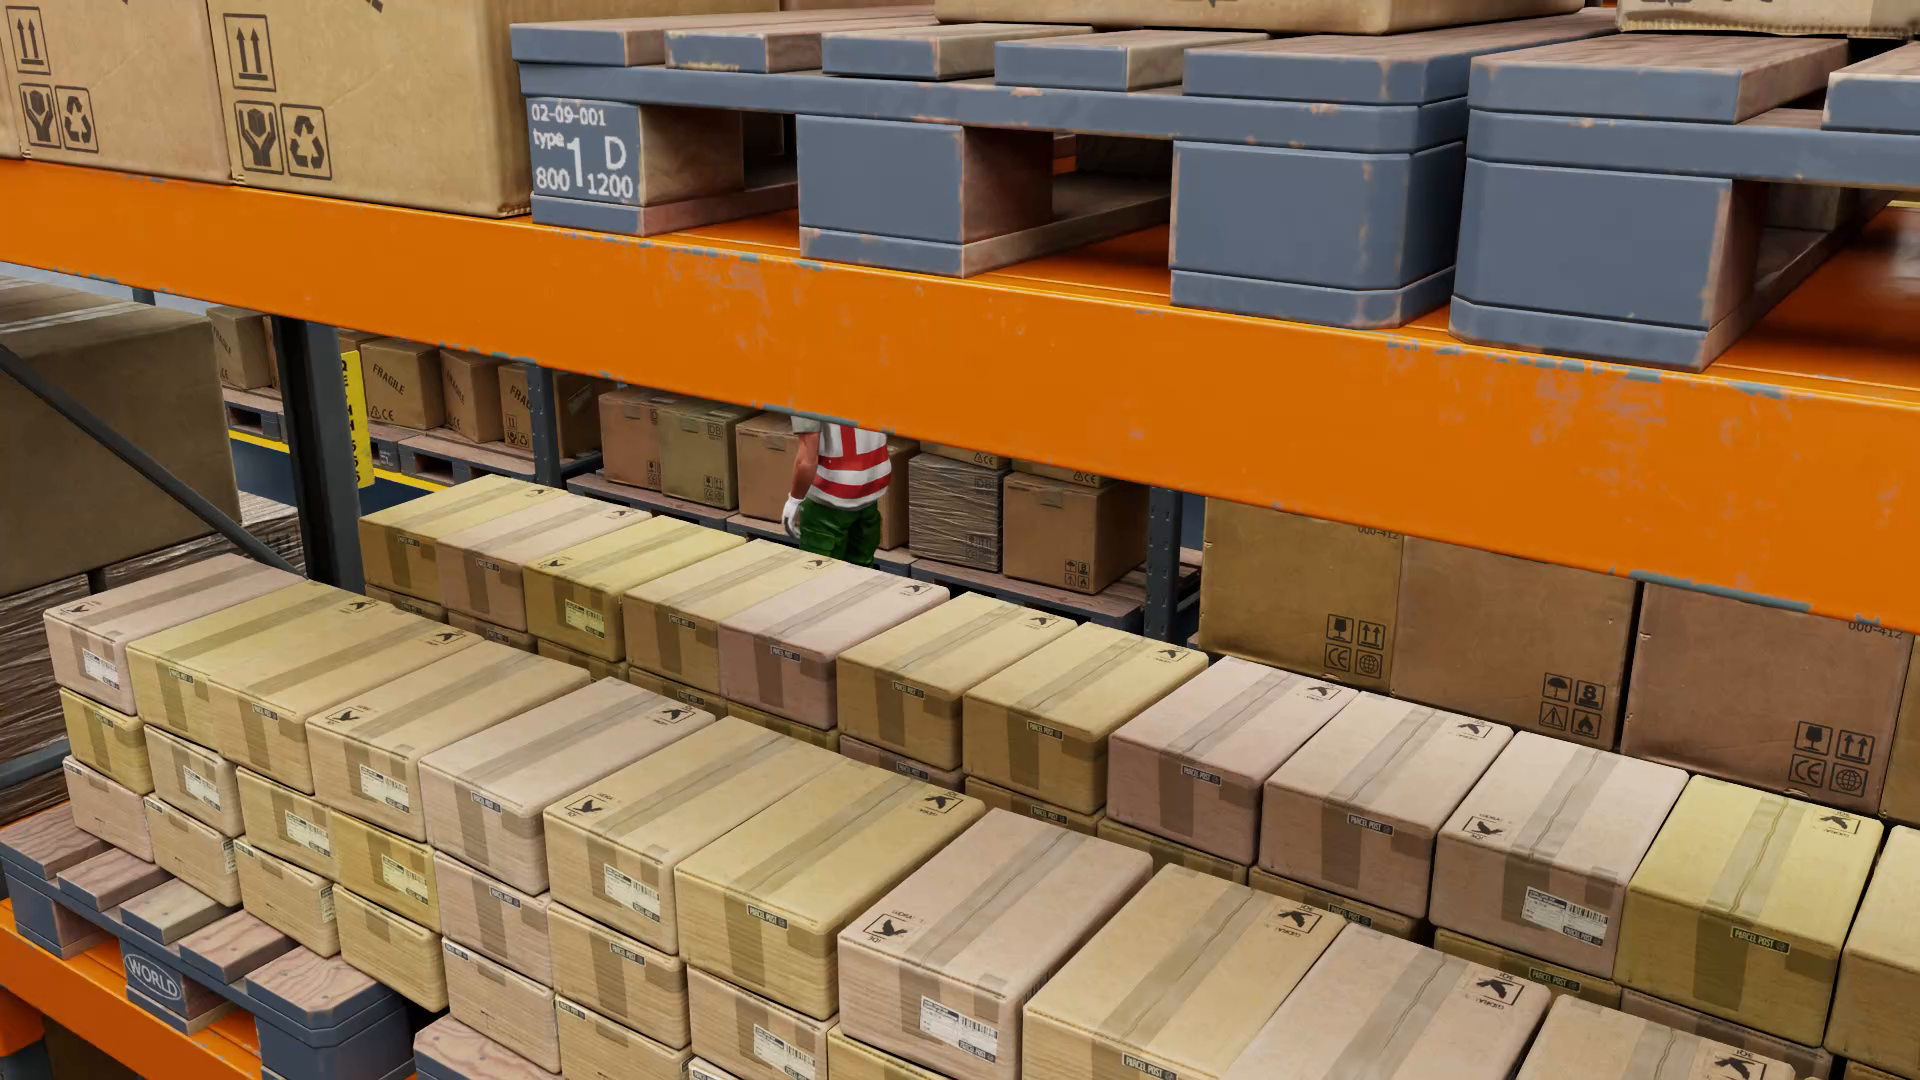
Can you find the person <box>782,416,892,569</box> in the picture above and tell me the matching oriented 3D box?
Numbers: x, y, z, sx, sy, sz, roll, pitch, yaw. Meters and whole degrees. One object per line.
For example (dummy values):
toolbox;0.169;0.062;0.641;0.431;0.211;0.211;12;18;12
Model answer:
person;-0.532;-0.208;7.130;0.448;1.780;0.608;13;23;32
